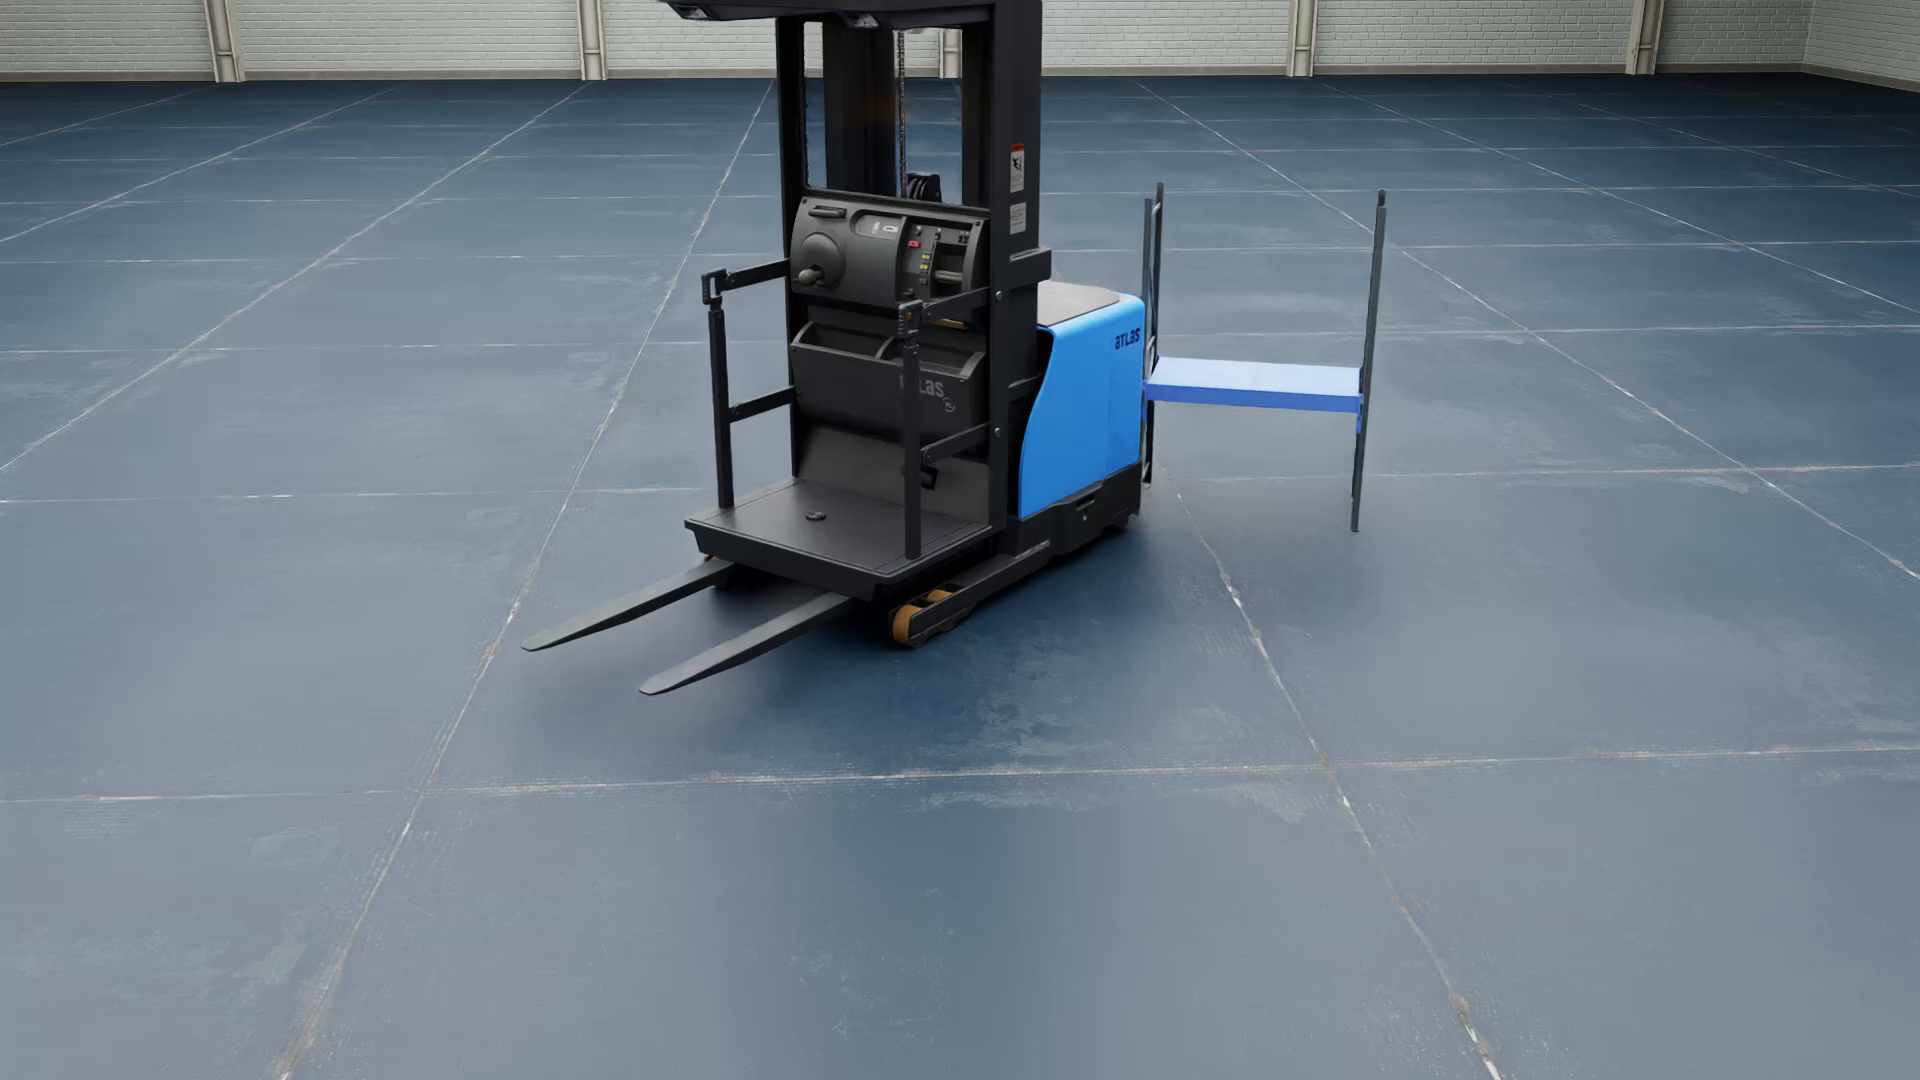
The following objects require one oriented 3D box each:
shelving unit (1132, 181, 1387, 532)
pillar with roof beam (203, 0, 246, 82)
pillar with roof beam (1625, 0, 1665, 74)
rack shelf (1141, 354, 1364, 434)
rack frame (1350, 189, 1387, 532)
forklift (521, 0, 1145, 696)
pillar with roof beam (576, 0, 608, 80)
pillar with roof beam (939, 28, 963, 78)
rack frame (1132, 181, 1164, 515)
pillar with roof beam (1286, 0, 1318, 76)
[{"bbox_3d":[1.390,-0.867,7.789,1.048,1.500,0.538,5,21,12],"label":"shelving unit"},{"bbox_3d":[-11.886,-10.310,22.054,0.400,9.000,9.100,-1,21,-3],"label":"pillar with roof beam"},{"bbox_3d":[12.075,-10.797,23.334,0.400,9.000,9.100,-1,21,-3],"label":"pillar with roof beam"},{"bbox_3d":[1.390,-0.699,7.853,1.000,0.185,0.538,5,21,12],"label":"rack shelf"},{"bbox_3d":[1.885,-0.826,7.682,0.032,1.500,0.500,5,21,12],"label":"rack frame"},{"bbox_3d":[-0.425,-1.144,6.505,1.130,2.935,3.031,15,25,33],"label":"forklift"},{"bbox_3d":[-5.896,-10.432,22.374,0.400,9.000,9.100,-1,21,-3],"label":"pillar with roof beam"},{"bbox_3d":[0.094,-10.554,22.694,0.400,9.000,9.100,-1,21,-3],"label":"pillar with roof beam"},{"bbox_3d":[0.895,-0.908,7.897,0.032,1.500,0.500,5,21,12],"label":"rack frame"},{"bbox_3d":[6.084,-10.676,23.014,0.400,9.000,9.100,-1,21,-3],"label":"pillar with roof beam"}]
